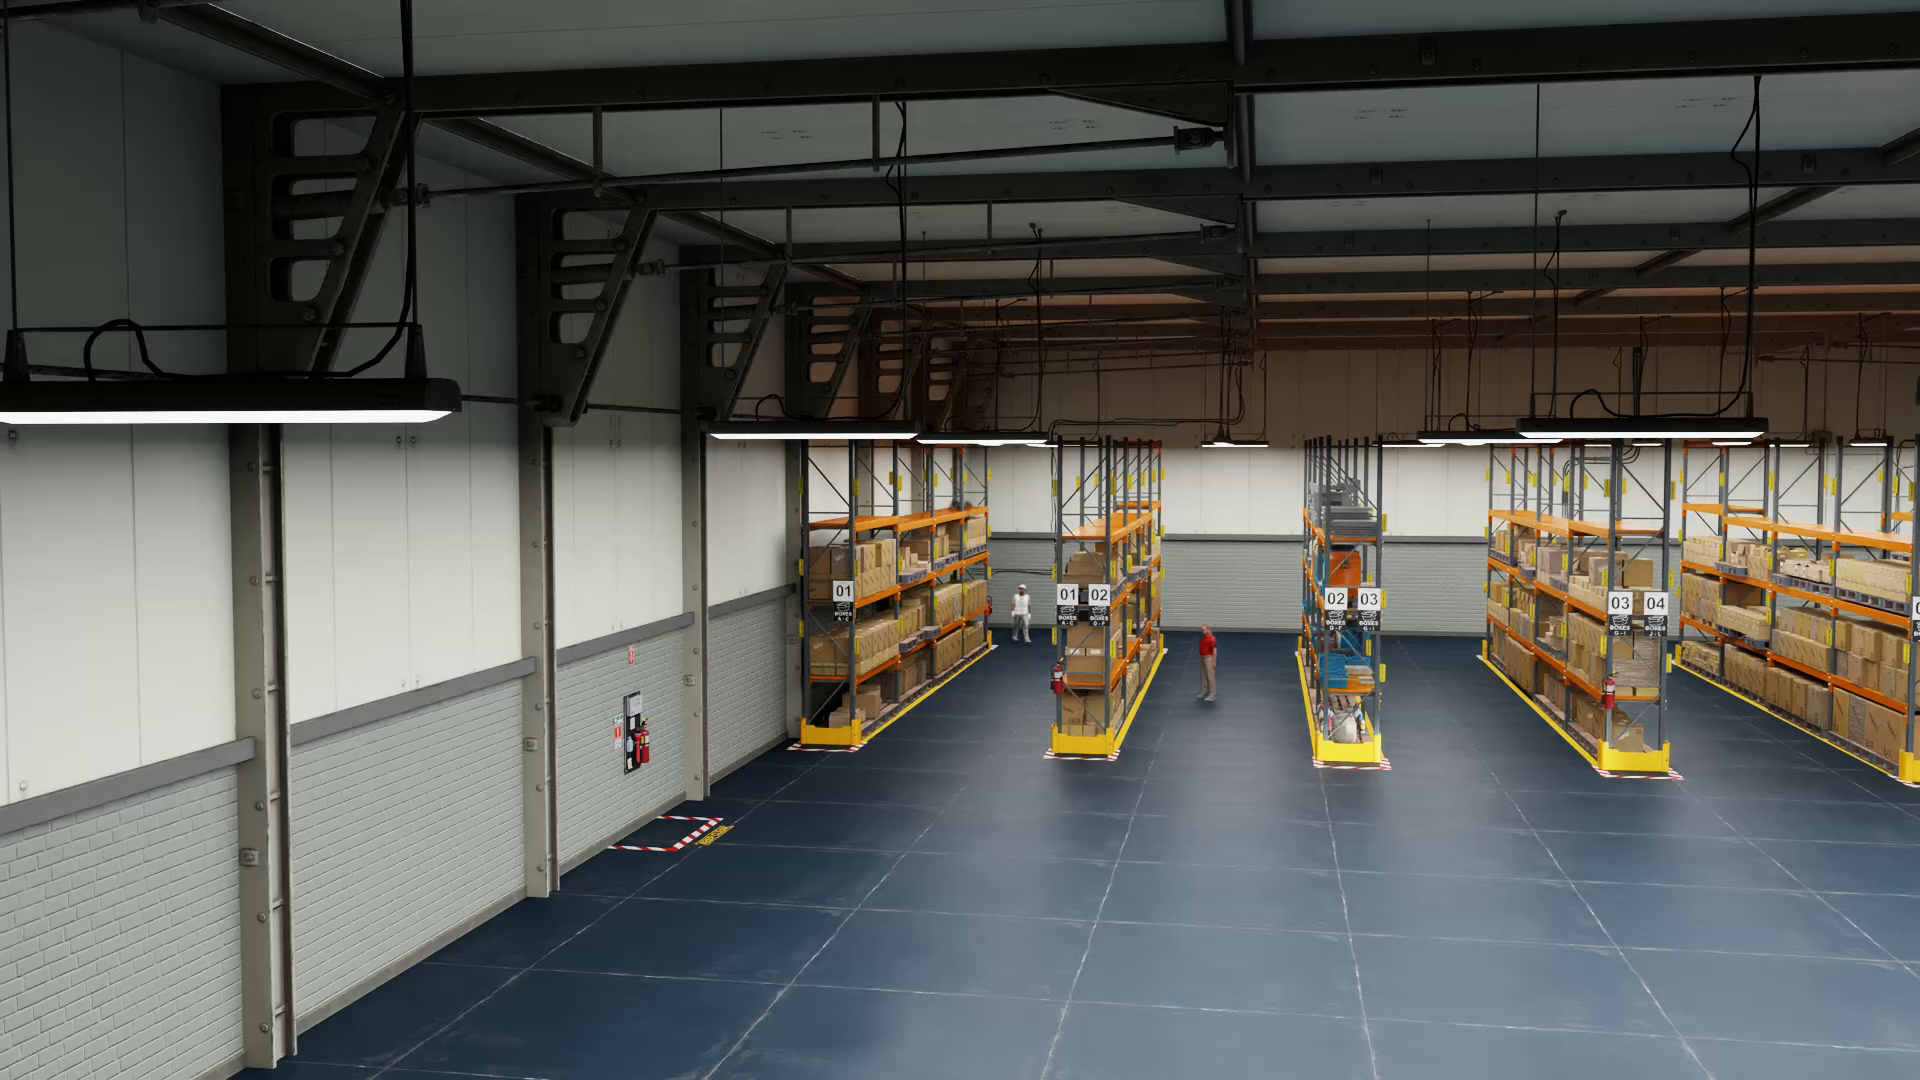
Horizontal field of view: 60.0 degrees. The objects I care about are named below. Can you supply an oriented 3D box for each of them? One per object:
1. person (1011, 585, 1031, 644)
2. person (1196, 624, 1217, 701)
[{"bbox_3d":[1.812,2.191,49.123,0.625,1.730,1.082,-1,3,-13],"label":"person"},{"bbox_3d":[5.679,2.794,38.204,0.409,1.729,0.619,-1,3,-16],"label":"person"}]
